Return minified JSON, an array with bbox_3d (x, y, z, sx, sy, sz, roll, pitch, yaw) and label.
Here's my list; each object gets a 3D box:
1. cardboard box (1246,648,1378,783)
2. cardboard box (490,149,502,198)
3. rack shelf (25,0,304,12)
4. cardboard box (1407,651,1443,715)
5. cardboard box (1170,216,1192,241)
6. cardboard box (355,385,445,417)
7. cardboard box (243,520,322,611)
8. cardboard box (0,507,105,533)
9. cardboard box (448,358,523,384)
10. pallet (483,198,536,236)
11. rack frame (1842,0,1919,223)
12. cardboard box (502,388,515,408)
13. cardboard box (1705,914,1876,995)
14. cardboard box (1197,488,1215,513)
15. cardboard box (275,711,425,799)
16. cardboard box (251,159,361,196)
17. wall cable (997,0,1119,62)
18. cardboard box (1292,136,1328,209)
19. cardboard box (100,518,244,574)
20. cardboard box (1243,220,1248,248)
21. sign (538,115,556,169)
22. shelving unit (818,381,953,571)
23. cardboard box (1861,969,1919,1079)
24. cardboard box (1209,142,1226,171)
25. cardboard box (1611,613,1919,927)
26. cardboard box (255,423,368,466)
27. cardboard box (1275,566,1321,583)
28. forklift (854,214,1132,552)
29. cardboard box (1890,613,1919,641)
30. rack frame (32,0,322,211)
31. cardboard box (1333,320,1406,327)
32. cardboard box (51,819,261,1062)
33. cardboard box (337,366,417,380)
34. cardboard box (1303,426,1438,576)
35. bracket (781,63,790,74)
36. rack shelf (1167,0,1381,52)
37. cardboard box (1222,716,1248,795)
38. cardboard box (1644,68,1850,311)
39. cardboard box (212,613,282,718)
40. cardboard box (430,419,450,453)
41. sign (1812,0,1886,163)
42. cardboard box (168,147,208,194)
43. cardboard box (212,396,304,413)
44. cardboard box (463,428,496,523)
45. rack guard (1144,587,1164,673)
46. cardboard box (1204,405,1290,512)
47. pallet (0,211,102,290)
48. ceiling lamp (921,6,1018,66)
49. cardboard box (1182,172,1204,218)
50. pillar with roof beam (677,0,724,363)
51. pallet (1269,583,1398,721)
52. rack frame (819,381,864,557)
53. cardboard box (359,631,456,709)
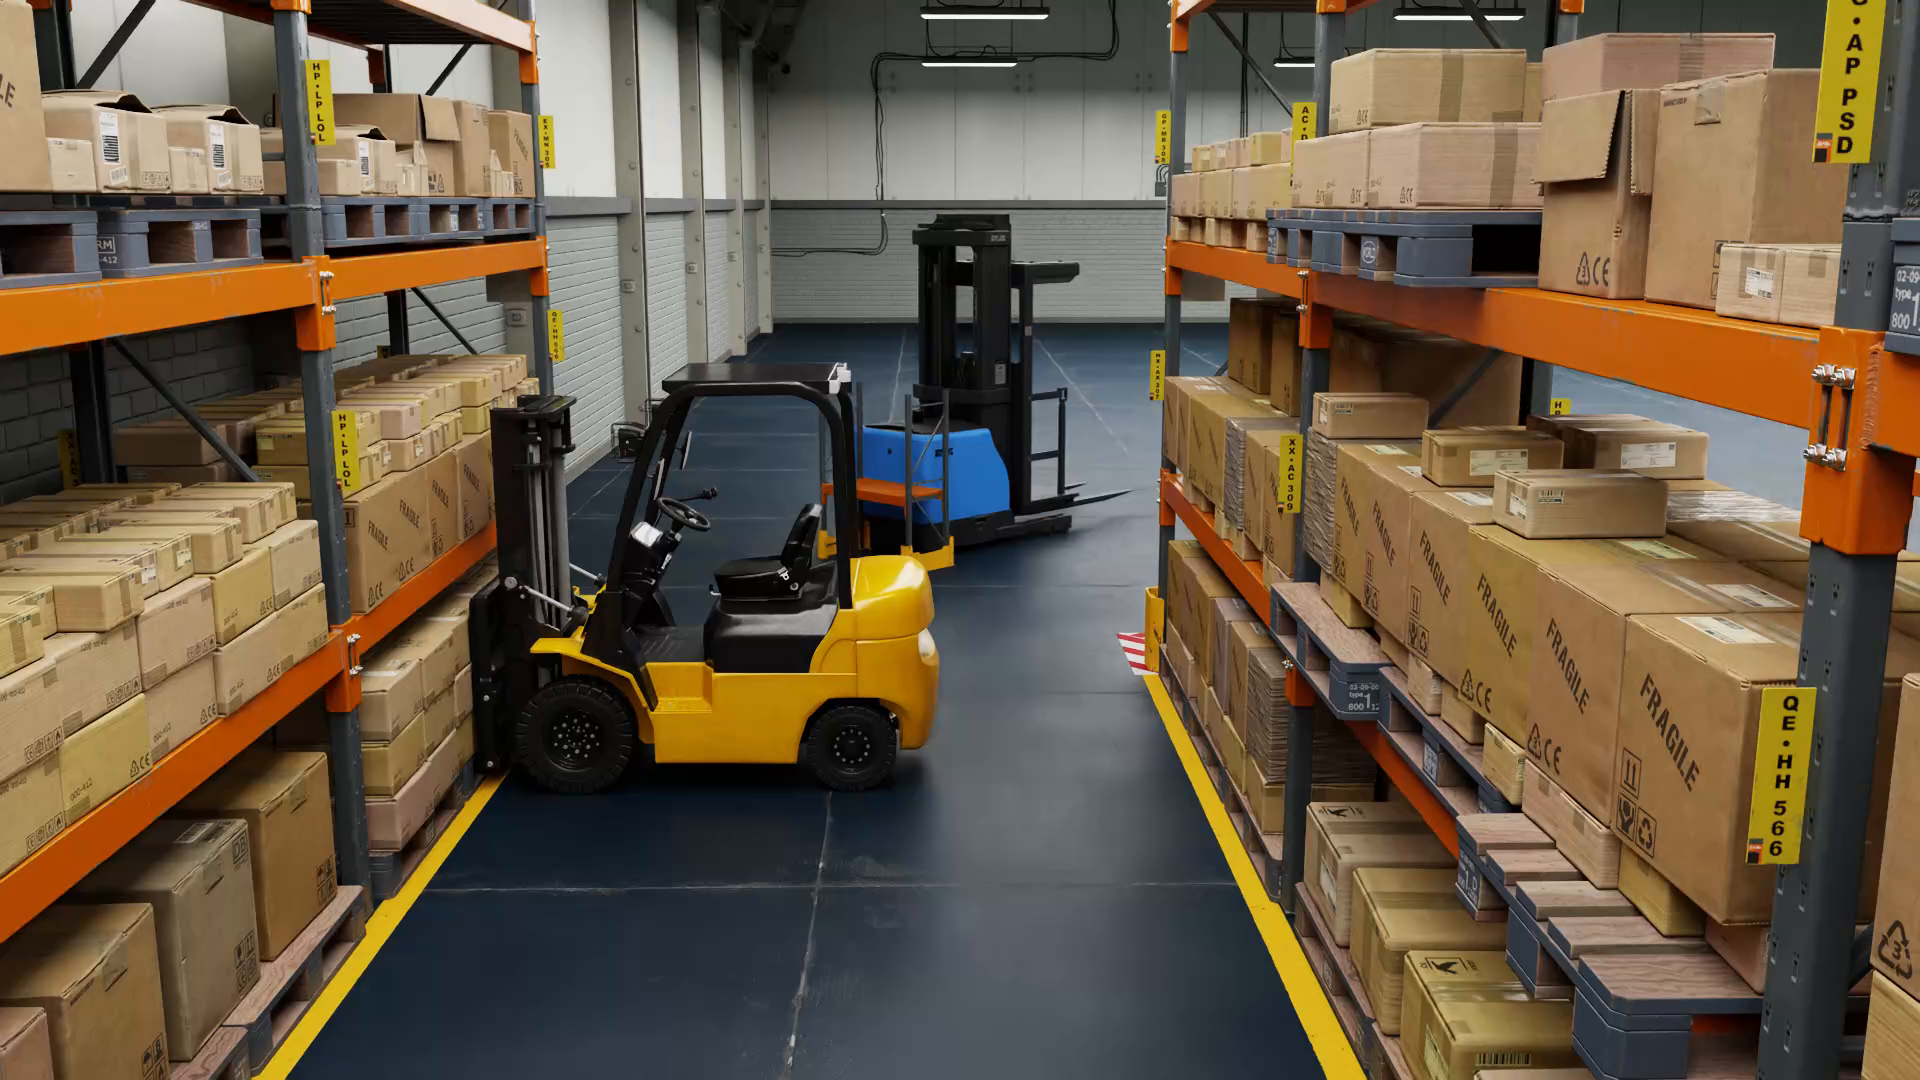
[{"bbox_3d":[1.631,0.805,7.711,0.500,0.500,0.500,0,11,-2],"label":"cardboard box"},{"bbox_3d":[-2.808,-2.072,9.404,0.396,0.266,0.258,0,11,-1],"label":"cardboard box"},{"bbox_3d":[-3.010,-1.826,4.431,1.077,0.370,4.000,0,11,-1],"label":"rack shelf"},{"bbox_3d":[1.606,0.435,5.137,0.380,0.149,0.250,0,11,1],"label":"cardboard box"},{"bbox_3d":[1.511,-1.928,10.294,0.380,0.149,0.250,0,11,-1],"label":"cardboard box"},{"bbox_3d":[-2.890,-0.714,8.594,0.380,0.149,0.250,0,11,-1],"label":"cardboard box"},{"bbox_3d":[-2.786,0.093,6.365,0.500,0.250,0.500,0,11,-2],"label":"cardboard box"},{"bbox_3d":[-3.301,-0.025,5.944,0.380,0.149,0.250,0,11,-1],"label":"cardboard box"},{"bbox_3d":[-2.880,-1.020,10.103,0.380,0.149,0.250,0,11,-1],"label":"cardboard box"},{"bbox_3d":[-3.145,-1.913,9.812,1.003,0.211,1.213,0,11,-1],"label":"pallet"},{"bbox_3d":[1.994,-1.998,2.464,1.000,3.000,0.127,0,11,-1],"label":"rack frame"},{"bbox_3d":[-2.868,-0.823,9.881,0.380,0.149,0.250,0,11,0],"label":"cardboard box"},{"bbox_3d":[1.752,0.796,3.360,0.380,0.149,0.250,0,11,1],"label":"cardboard box"},{"bbox_3d":[1.571,-0.251,9.576,0.380,0.149,0.250,0,11,0],"label":"cardboard box"},{"bbox_3d":[-2.753,0.968,7.538,0.500,0.250,0.500,0,11,-1],"label":"cardboard box"},{"bbox_3d":[-2.757,-1.524,6.996,0.380,0.149,0.250,0,11,0],"label":"cardboard box"},{"bbox_3d":[2.419,-13.185,41.278,3.097,2.526,0.112,0,11,-1],"label":"wall cable"},{"bbox_3d":[1.522,-1.337,6.074,0.500,0.250,0.500,-1,11,-3],"label":"cardboard box"},{"bbox_3d":[-2.708,0.020,5.723,0.380,0.149,0.250,-1,11,-3],"label":"cardboard box"},{"bbox_3d":[1.663,-1.569,8.526,0.380,0.149,0.250,0,11,-2],"label":"cardboard box"},{"bbox_3d":[-2.591,-2.491,10.414,0.100,0.325,0.005,0,11,-1],"label":"sign"},{"bbox_3d":[-0.646,-0.549,14.182,1.083,1.500,0.587,10,15,41],"label":"shelving unit"},{"bbox_3d":[1.757,0.873,2.524,0.500,0.250,0.500,0,11,-2],"label":"cardboard box"},{"bbox_3d":[1.552,-2.063,8.955,0.380,0.149,0.250,0,11,0],"label":"cardboard box"},{"bbox_3d":[1.706,0.453,3.419,0.500,0.500,0.500,-1,11,-3],"label":"cardboard box"},{"bbox_3d":[-2.761,-0.409,7.090,0.380,0.149,0.250,0,11,0],"label":"cardboard box"},{"bbox_3d":[1.600,0.208,7.313,0.380,0.149,0.250,0,11,-2],"label":"cardboard box"},{"bbox_3d":[0.409,-1.544,15.487,1.130,2.935,3.031,11,16,44],"label":"forklift"},{"bbox_3d":[2.216,0.451,3.425,0.500,0.500,0.500,-1,11,-3],"label":"cardboard box"},{"bbox_3d":[-3.051,-2.772,6.279,1.000,3.000,0.127,0,11,-1],"label":"rack frame"},{"bbox_3d":[2.147,-0.827,8.270,0.700,0.500,0.500,0,11,-2],"label":"cardboard box"},{"bbox_3d":[-3.021,1.384,5.798,0.875,0.625,0.625,0,11,-2],"label":"cardboard box"},{"bbox_3d":[-3.359,-0.918,9.599,0.380,0.149,0.250,0,11,-1],"label":"cardboard box"},{"bbox_3d":[1.634,-0.159,6.433,0.500,0.500,0.500,0,11,0],"label":"cardboard box"},{"bbox_3d":[-4.343,-11.707,41.271,0.235,0.232,0.430,0,11,-1],"label":"bracket"},{"bbox_3d":[1.870,-2.836,8.415,1.077,0.370,4.000,0,11,-1],"label":"rack shelf"},{"bbox_3d":[1.609,1.067,8.307,0.500,0.250,0.500,-1,11,-3],"label":"cardboard box"},{"bbox_3d":[1.984,-0.765,3.681,0.700,0.500,0.500,0,11,-1],"label":"cardboard box"},{"bbox_3d":[-2.763,0.441,5.910,0.500,0.250,0.500,0,11,-1],"label":"cardboard box"},{"bbox_3d":[-2.793,-0.518,8.374,0.380,0.149,0.250,-1,11,-3],"label":"cardboard box"},{"bbox_3d":[1.451,-0.779,2.702,0.100,0.325,0.005,0,11,-1],"label":"sign"},{"bbox_3d":[-2.725,-1.216,5.479,0.380,0.149,0.250,0,11,-1],"label":"cardboard box"},{"bbox_3d":[-3.396,-0.610,8.083,0.380,0.149,0.250,0,11,-2],"label":"cardboard box"},{"bbox_3d":[-2.849,-0.374,9.297,0.500,0.500,0.500,0,11,-2],"label":"cardboard box"},{"bbox_3d":[1.830,0.592,11.073,1.175,0.500,0.348,0,11,-1],"label":"rack guard"},{"bbox_3d":[1.605,-0.442,8.885,0.500,0.500,0.500,0,11,-2],"label":"cardboard box"},{"bbox_3d":[-3.098,-0.771,4.436,1.003,0.211,1.213,0,11,1],"label":"pallet"},{"bbox_3d":[0.188,-11.500,34.622,2.000,3.185,0.800,0,11,-1],"label":"ceiling lamp"},{"bbox_3d":[1.573,-1.989,9.594,0.500,0.250,0.500,0,11,-2],"label":"cardboard box"},{"bbox_3d":[-0.089,-7.020,27.222,9.100,9.000,0.548,0,11,-1],"label":"pillar with roof beam"},{"bbox_3d":[1.781,0.394,6.247,1.003,0.211,1.213,0,11,-1],"label":"pallet"},{"bbox_3d":[-1.033,-0.617,14.518,0.032,1.500,0.500,10,15,41],"label":"rack frame"},{"bbox_3d":[-2.748,0.621,7.989,0.500,0.250,0.500,0,11,-1],"label":"cardboard box"}]
